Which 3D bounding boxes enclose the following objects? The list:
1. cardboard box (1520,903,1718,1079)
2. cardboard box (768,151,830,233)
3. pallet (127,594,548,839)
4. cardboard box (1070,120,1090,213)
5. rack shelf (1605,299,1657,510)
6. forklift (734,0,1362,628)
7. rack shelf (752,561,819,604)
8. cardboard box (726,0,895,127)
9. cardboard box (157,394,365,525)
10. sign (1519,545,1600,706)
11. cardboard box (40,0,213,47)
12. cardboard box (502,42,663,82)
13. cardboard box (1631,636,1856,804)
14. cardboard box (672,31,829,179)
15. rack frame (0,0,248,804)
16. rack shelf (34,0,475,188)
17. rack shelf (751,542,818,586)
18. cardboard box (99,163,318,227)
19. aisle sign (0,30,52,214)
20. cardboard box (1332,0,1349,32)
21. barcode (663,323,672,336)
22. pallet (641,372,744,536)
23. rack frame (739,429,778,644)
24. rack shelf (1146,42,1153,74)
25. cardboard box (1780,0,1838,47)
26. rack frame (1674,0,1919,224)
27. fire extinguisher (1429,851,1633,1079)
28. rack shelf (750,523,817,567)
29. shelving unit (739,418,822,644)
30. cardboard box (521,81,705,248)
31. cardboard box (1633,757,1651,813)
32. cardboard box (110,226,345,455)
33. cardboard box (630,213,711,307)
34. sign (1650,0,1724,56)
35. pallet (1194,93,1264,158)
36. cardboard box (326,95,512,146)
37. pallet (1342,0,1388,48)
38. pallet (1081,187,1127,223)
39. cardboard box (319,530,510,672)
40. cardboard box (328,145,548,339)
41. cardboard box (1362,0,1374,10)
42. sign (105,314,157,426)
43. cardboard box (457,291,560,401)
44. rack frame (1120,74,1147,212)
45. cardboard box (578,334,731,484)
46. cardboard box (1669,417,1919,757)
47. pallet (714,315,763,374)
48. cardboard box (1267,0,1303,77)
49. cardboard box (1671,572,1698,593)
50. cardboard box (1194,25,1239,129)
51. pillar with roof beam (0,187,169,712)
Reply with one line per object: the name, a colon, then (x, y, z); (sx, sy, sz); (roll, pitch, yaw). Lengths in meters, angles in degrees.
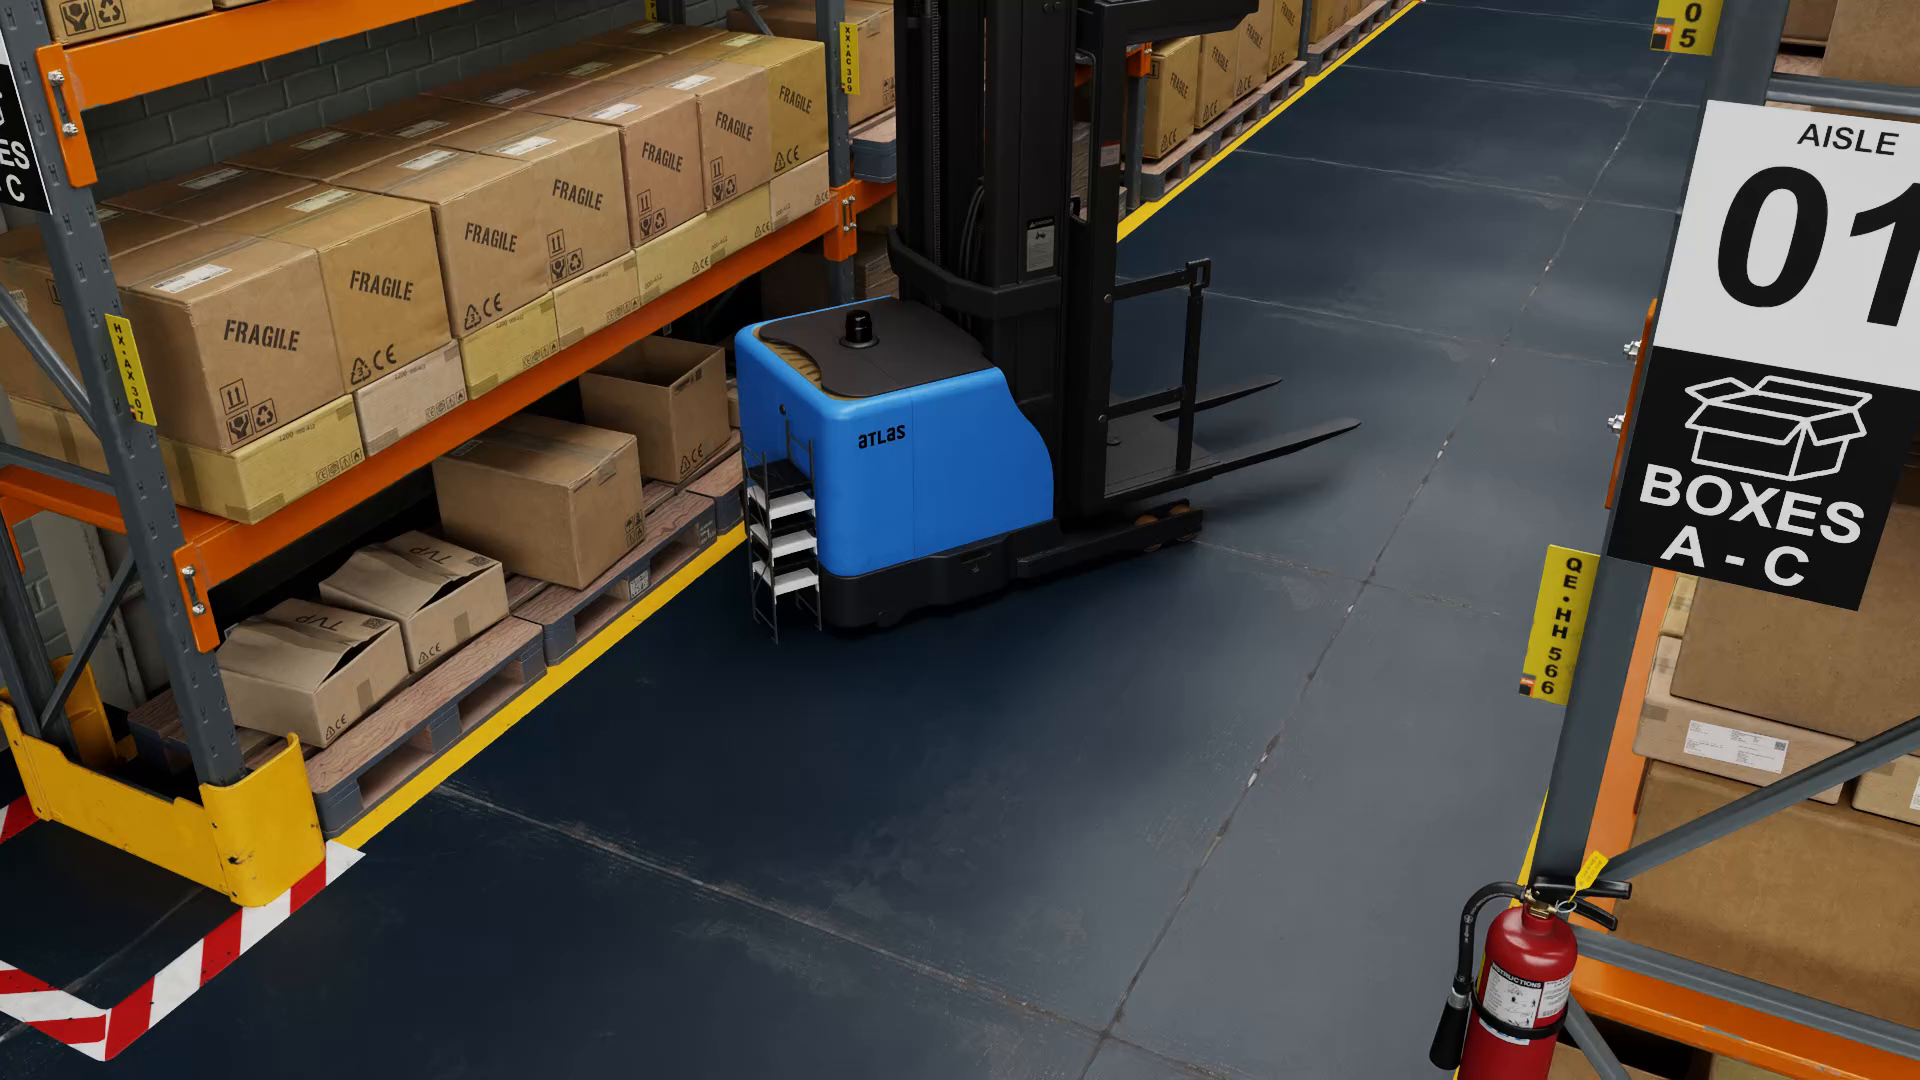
cardboard box: (1.561, 1.275, 4.104); (0.500, 0.500, 0.500); (14, 33, 23)
cardboard box: (-0.953, -1.665, 7.768); (0.500, 0.250, 0.500); (14, 33, 23)
pallet: (-2.394, 0.596, 6.499); (1.003, 0.211, 1.213); (14, 33, 23)
cardboard box: (0.533, -2.549, 11.246); (0.700, 0.500, 0.500); (15, 33, 24)
rack shelf: (2.493, -0.980, 4.155); (1.077, 0.370, 4.000); (14, 33, 23)
forklift: (0.539, -1.428, 7.294); (3.031, 2.935, 1.130); (-16, 34, -26)
rack shelf: (-0.741, 0.154, 7.006); (0.200, 0.077, 0.258); (-16, 34, -26)
cardboard box: (-0.745, -2.452, 8.466); (0.700, 0.500, 0.500); (14, 33, 23)
cardboard box: (-2.325, -0.315, 5.417); (0.500, 0.250, 0.500); (13, 32, 22)
sign: (1.105, 0.161, 3.057); (0.100, 0.325, 0.005); (14, 33, 23)
cardboard box: (-2.455, -1.671, 4.516); (0.500, 0.500, 0.500); (15, 33, 25)
cardboard box: (-1.647, -1.880, 7.389); (0.500, 0.500, 0.500); (14, 33, 23)
cardboard box: (1.586, 0.358, 3.363); (0.380, 0.149, 0.250); (14, 33, 22)
cardboard box: (-0.948, -1.989, 7.580); (0.500, 0.500, 0.500); (14, 33, 23)
rack frame: (-2.830, -0.227, 5.133); (1.000, 3.000, 0.127); (14, 33, 23)
rack shelf: (-1.919, -2.102, 6.109); (1.077, 0.370, 4.000); (14, 33, 23)
rack shelf: (-0.741, 0.076, 6.961); (0.200, 0.077, 0.258); (-16, 34, -26)
cardboard box: (-2.566, -0.974, 5.811); (0.500, 0.500, 0.500); (15, 33, 24)
aisle sign: (-2.595, -1.254, 4.312); (0.394, 0.787, 0.004); (14, 33, 23)
cardboard box: (3.301, -5.175, 15.838); (0.700, 0.500, 0.500); (14, 33, 23)
barcode: (-1.467, -1.061, 8.332); (0.001, 0.075, 0.075); (14, 33, 23)
pallet: (-1.282, -0.485, 8.383); (1.003, 0.211, 1.213); (14, 33, 23)
rack frame: (-0.828, -0.005, 6.855); (0.006, 0.900, 0.240); (-16, 34, -26)
rack shelf: (1.726, -4.348, 13.032); (1.077, 0.370, 4.000); (14, 33, 23)
cardboard box: (1.872, -1.154, 3.323); (0.500, 0.250, 0.500); (14, 33, 23)
rack frame: (1.582, -1.706, 1.685); (1.000, 3.000, 0.127); (14, 33, 23)
fire extinguisher: (1.114, 0.876, 3.291); (0.296, 0.674, 0.183); (14, 33, 23)
rack shelf: (-0.741, -0.002, 6.916); (0.200, 0.077, 0.258); (-16, 34, -26)
shelving unit: (-0.741, -0.031, 6.900); (0.210, 0.900, 0.258); (-16, 34, -26)
cardboard box: (-1.409, -1.546, 6.808); (0.500, 0.500, 0.500); (13, 32, 22)
cardboard box: (2.041, 0.414, 3.917); (0.700, 0.500, 0.500); (15, 33, 25)
cardboard box: (-2.345, -0.639, 5.229); (0.500, 0.500, 0.500); (14, 33, 23)
cardboard box: (-1.403, -1.220, 6.992); (0.500, 0.250, 0.500); (14, 33, 23)
sign: (1.105, -0.885, 2.456); (0.100, 0.325, 0.005); (14, 33, 23)
pallet: (1.798, -3.436, 13.521); (1.003, 0.211, 1.213); (14, 33, 23)
cardboard box: (-2.105, -1.427, 6.601); (0.500, 0.500, 0.500); (15, 33, 24)
pallet: (3.608, -5.200, 16.593); (1.003, 0.211, 1.213); (14, 33, 23)
pallet: (0.457, -2.218, 11.401); (1.003, 0.211, 1.213); (14, 33, 23)
cardboard box: (-2.175, 0.209, 6.632); (0.500, 0.311, 0.500); (17, 34, 27)
cardboard box: (-1.870, -1.084, 6.003); (0.500, 0.500, 0.500); (13, 32, 22)
cardboard box: (3.773, -5.640, 16.648); (0.700, 0.500, 0.500); (13, 32, 22)
sign: (-2.347, -0.479, 4.703); (0.100, 0.325, 0.005); (14, 33, 23)
cardboard box: (-1.864, -0.773, 6.214); (0.500, 0.250, 0.500); (14, 33, 23)
rack frame: (0.815, -3.774, 11.309); (1.000, 3.000, 0.127); (14, 33, 23)
cardboard box: (-1.445, -0.638, 7.917); (0.500, 0.500, 0.500); (12, 32, 20)
cardboard box: (1.830, 0.062, 3.227); (0.700, 0.500, 0.500); (14, 33, 23)
pallet: (-0.654, -1.137, 9.517); (1.003, 0.211, 1.213); (14, 33, 23)
cardboard box: (2.456, -4.479, 14.275); (0.750, 0.750, 0.750); (15, 33, 24)
cardboard box: (1.821, 0.128, 3.763); (0.380, 0.149, 0.250); (14, 33, 23)
cardboard box: (1.671, -3.707, 12.929); (0.750, 0.750, 0.750); (14, 33, 23)
pillar with roof beam: (0.552, -2.359, 2.821); (9.100, 9.000, 0.400); (14, 33, 23)
